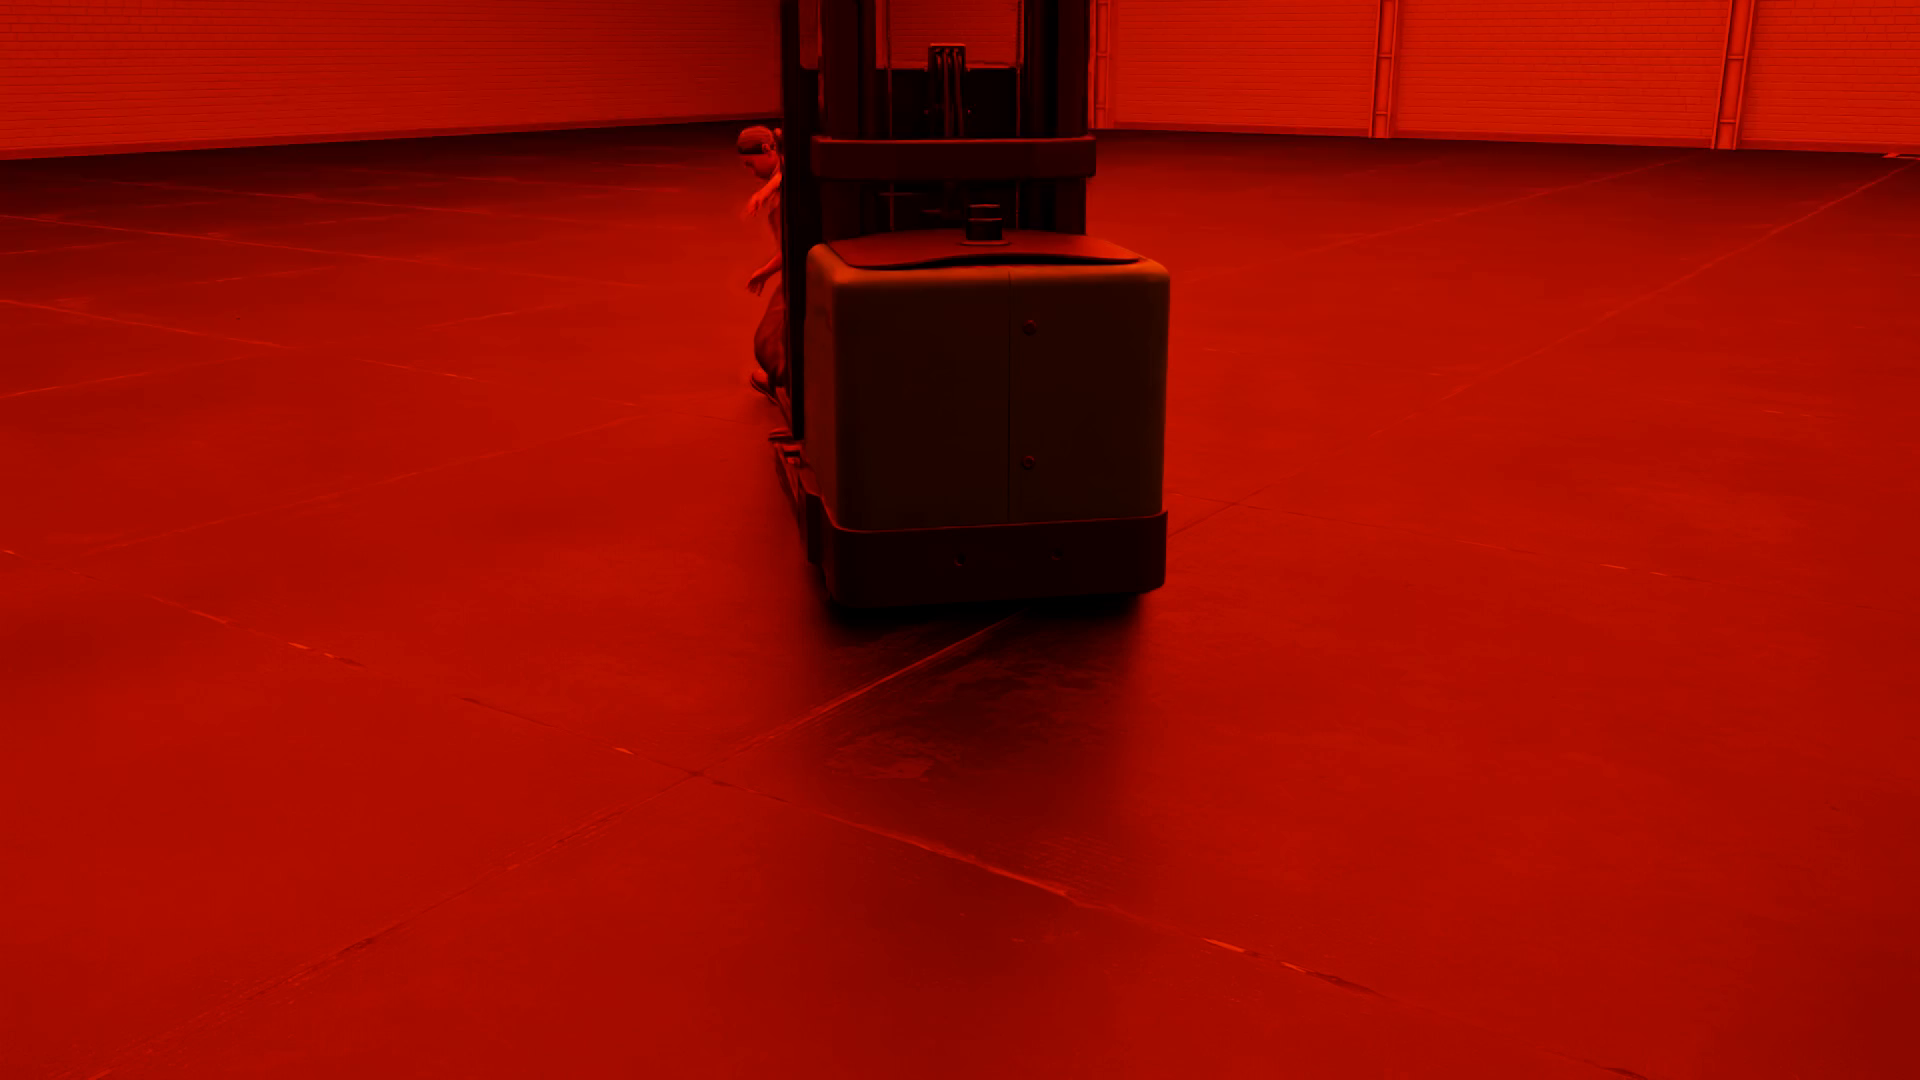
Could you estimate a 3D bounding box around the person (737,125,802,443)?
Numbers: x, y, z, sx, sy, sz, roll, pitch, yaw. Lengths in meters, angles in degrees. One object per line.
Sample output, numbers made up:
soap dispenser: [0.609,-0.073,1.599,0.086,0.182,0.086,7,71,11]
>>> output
person: [-0.806,-1.181,7.568,0.720,1.356,1.227,3,17,11]

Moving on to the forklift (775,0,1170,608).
forklift: [-0.134,-1.579,6.111,1.130,2.935,3.031,-3,17,-10]
